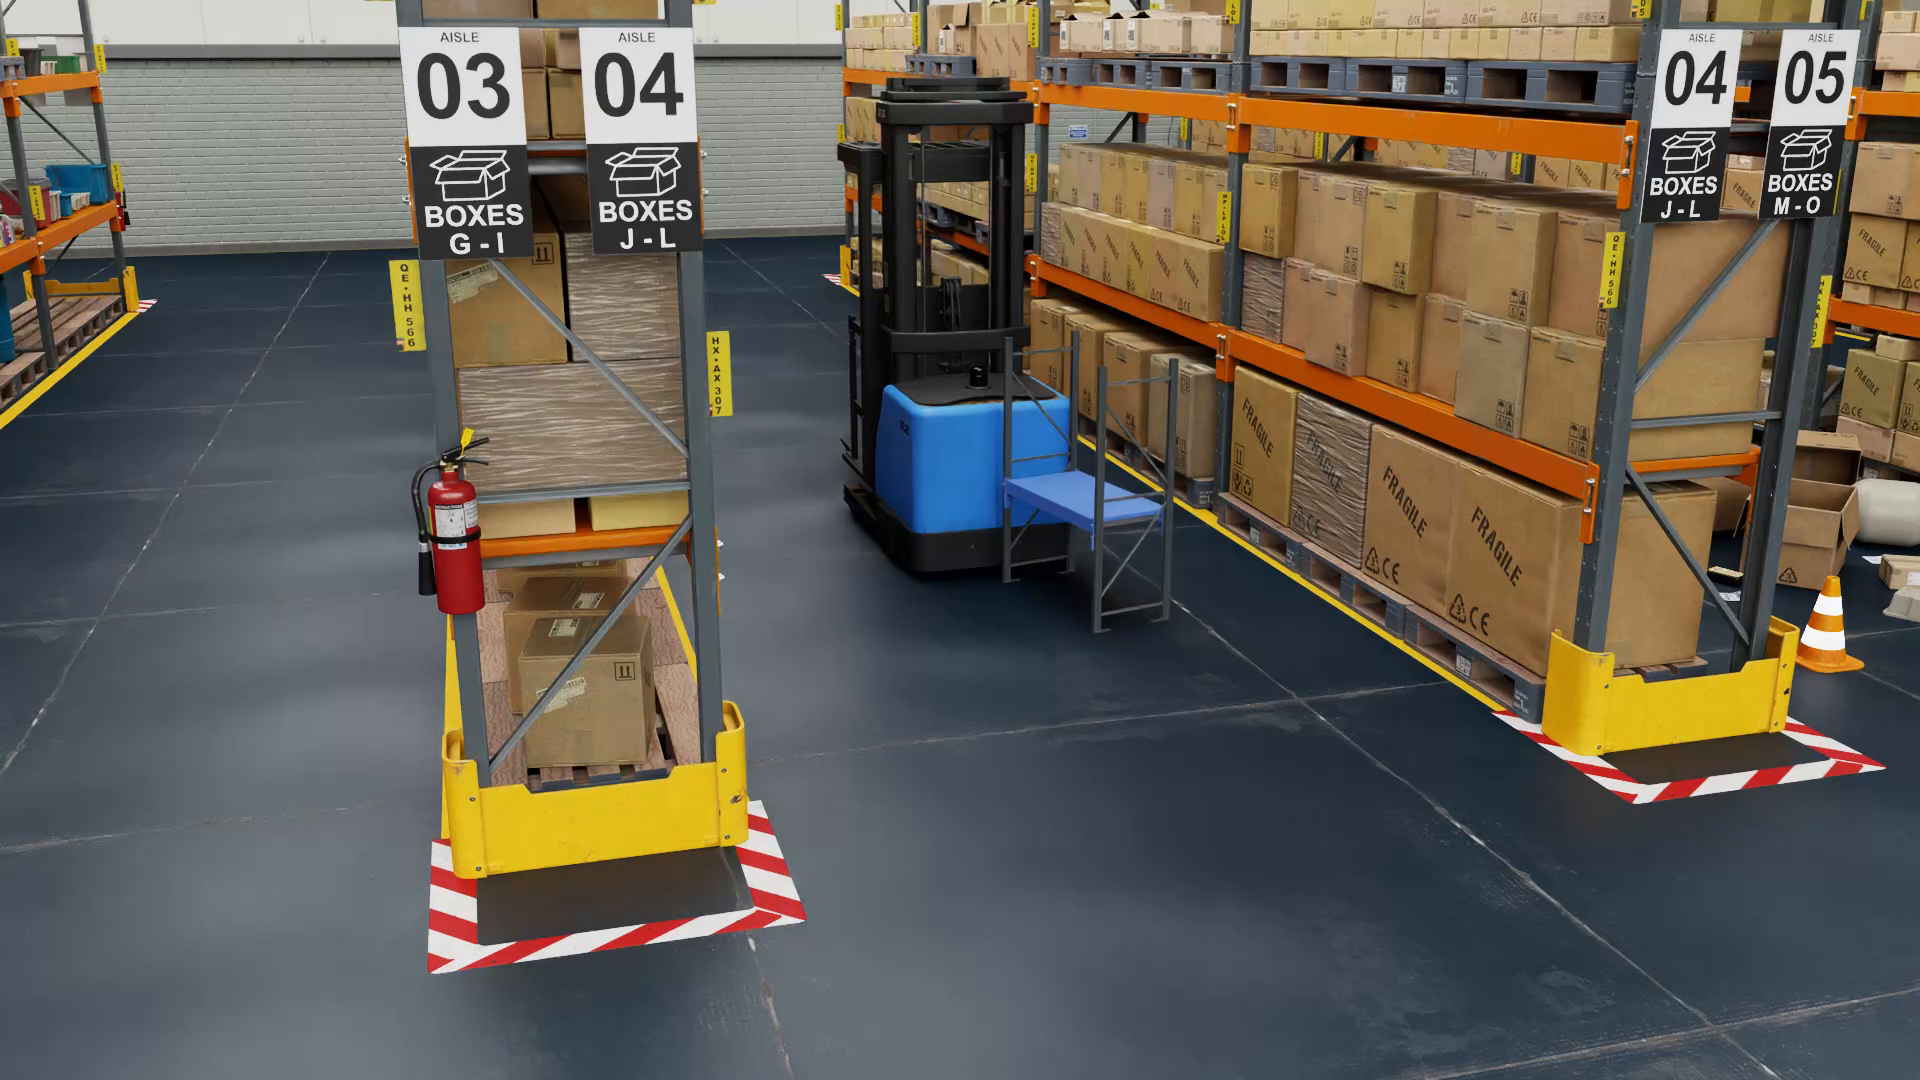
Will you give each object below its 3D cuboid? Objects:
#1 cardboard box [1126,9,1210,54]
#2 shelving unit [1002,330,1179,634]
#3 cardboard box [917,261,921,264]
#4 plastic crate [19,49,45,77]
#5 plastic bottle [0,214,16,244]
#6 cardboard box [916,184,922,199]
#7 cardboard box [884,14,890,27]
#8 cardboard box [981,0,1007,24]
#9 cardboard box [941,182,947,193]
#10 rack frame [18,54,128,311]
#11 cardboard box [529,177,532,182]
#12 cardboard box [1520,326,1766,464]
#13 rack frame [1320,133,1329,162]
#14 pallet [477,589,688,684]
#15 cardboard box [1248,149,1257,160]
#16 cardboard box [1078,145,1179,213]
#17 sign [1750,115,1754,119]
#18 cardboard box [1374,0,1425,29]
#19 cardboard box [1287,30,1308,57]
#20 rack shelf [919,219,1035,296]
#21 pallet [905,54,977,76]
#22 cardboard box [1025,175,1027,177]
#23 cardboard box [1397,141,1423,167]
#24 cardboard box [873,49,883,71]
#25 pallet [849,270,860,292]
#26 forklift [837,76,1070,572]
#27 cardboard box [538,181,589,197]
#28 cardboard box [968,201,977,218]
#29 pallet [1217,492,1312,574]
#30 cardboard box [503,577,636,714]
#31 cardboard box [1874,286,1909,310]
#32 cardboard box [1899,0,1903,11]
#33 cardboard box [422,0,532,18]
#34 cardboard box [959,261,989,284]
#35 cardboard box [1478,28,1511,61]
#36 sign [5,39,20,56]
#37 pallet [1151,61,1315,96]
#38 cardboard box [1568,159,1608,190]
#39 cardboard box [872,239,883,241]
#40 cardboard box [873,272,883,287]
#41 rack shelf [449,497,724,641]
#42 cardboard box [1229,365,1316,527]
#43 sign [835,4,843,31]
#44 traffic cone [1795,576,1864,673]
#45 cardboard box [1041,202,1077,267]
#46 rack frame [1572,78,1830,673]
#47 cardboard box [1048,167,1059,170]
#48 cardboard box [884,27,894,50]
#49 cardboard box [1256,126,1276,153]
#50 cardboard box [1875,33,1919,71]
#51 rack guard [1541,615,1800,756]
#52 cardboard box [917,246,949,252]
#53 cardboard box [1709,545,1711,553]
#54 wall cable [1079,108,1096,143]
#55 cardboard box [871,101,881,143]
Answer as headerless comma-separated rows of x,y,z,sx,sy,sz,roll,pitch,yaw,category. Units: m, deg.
1.559,-3.756,12.278,0.500,0.311,0.500,-5,18,-17,cardboard box
0.720,-0.363,9.552,0.538,1.500,1.048,-9,19,-27,shelving unit
-0.478,-3.192,19.557,0.380,0.149,0.250,-5,17,-16,cardboard box
-9.583,-4.842,16.869,0.497,0.269,0.590,-5,17,-15,plastic crate
-9.087,-2.959,15.806,0.152,0.276,0.135,-5,17,-15,plastic bottle
-0.281,-3.794,18.074,0.380,0.149,0.250,-6,18,-18,cardboard box
-0.676,-6.074,19.443,0.380,0.149,0.250,-5,17,-16,cardboard box
0.418,-5.048,15.826,0.396,0.266,0.258,-5,17,-15,cardboard box
0.012,-3.647,17.068,0.380,0.149,0.250,-4,17,-13,cardboard box
-10.605,-4.209,19.749,1.000,3.000,0.127,-5,17,-15,rack frame
-2.527,-1.668,8.861,0.500,0.500,0.500,-5,17,-15,cardboard box
3.206,-0.710,7.840,0.875,0.550,0.550,-5,17,-15,cardboard box
4.785,-4.277,19.978,1.000,3.000,0.127,-5,17,-15,rack frame
-1.987,0.575,8.669,1.003,0.211,1.213,-5,17,-15,pallet
3.984,-4.859,21.741,0.500,0.500,0.500,-4,17,-13,cardboard box
1.407,-3.014,13.859,0.700,0.500,0.500,-5,17,-16,cardboard box
10.089,-5.270,21.271,0.100,0.325,0.005,-5,17,-15,sign
2.536,-2.825,8.769,0.500,0.250,0.500,-5,17,-15,cardboard box
2.165,-2.942,9.852,0.380,0.149,0.250,-5,17,-15,cardboard box
0.603,-2.960,16.844,1.077,0.370,4.000,-5,17,-15,rack shelf
0.121,-5.026,17.581,1.213,0.211,1.003,-5,17,-15,pallet
0.510,-3.286,15.351,0.380,0.149,0.250,-5,17,-16,cardboard box
5.080,-4.240,17.941,0.500,0.500,0.500,-5,17,-16,cardboard box
-0.742,-5.754,19.940,0.500,0.250,0.500,-5,17,-16,cardboard box
-0.836,-3.381,21.839,1.003,0.211,1.213,-5,17,-15,pallet
-0.186,-1.594,11.165,1.130,2.935,3.031,-5,17,-15,forklift
-1.881,-1.571,8.539,0.500,0.500,0.500,-5,17,-15,cardboard box
0.297,-3.216,16.151,0.380,0.149,0.250,-5,18,-18,cardboard box
2.386,-0.093,10.896,1.003,0.211,1.213,-5,17,-15,pallet
-1.798,0.485,7.740,0.500,0.500,0.500,0,17,-1,cardboard box
6.881,-1.766,12.054,0.380,0.149,0.250,-4,17,-14,cardboard box
7.062,-4.200,13.169,0.500,0.250,0.500,-5,17,-16,cardboard box
-2.115,-2.450,7.120,0.500,0.500,0.500,-5,17,-15,cardboard box
0.287,-2.707,17.063,0.500,0.250,0.500,-4,17,-13,cardboard box
2.725,-2.380,7.980,0.380,0.149,0.250,-5,17,-15,cardboard box
-8.976,-4.586,15.776,0.100,0.325,0.005,-5,17,-15,sign
1.952,-3.240,11.643,0.805,0.209,1.217,-5,18,-17,pallet
5.935,-3.276,15.224,0.500,0.500,0.500,-4,17,-12,cardboard box
-1.037,-3.847,21.735,0.380,0.149,0.250,-4,17,-14,cardboard box
-0.873,-3.278,20.876,0.380,0.149,0.250,-6,18,-18,cardboard box
-1.995,-0.383,8.265,1.077,0.370,4.000,-5,17,-15,rack shelf
2.357,-0.649,10.863,0.875,0.875,0.875,-4,17,-14,cardboard box
-1.568,-6.777,21.565,0.100,0.325,0.005,-5,17,-15,sign
4.571,0.417,8.760,0.336,0.463,0.334,-5,17,-15,traffic cone
1.016,-2.654,14.400,0.500,0.500,0.500,-5,17,-15,cardboard box
3.351,-0.539,7.532,1.000,3.000,0.127,-5,17,-15,rack frame
0.924,-3.551,16.232,0.380,0.149,0.250,-4,17,-13,cardboard box
-0.598,-5.859,19.419,0.500,0.250,0.500,-4,17,-13,cardboard box
4.109,-5.194,21.117,0.500,0.500,0.500,-4,17,-15,cardboard box
6.841,-3.428,11.681,0.500,0.250,0.500,-5,17,-16,cardboard box
3.358,0.665,7.869,1.175,0.500,0.348,-5,17,-15,rack guard
-0.346,-3.595,20.897,0.380,0.149,0.250,-5,18,-17,cardboard box
4.495,-0.006,10.511,0.396,0.266,0.258,-2,17,-6,cardboard box
2.114,-7.443,28.697,0.585,1.953,0.123,-5,17,-15,wall cable
-0.768,-5.063,20.165,0.500,0.500,0.500,-5,18,-17,cardboard box
